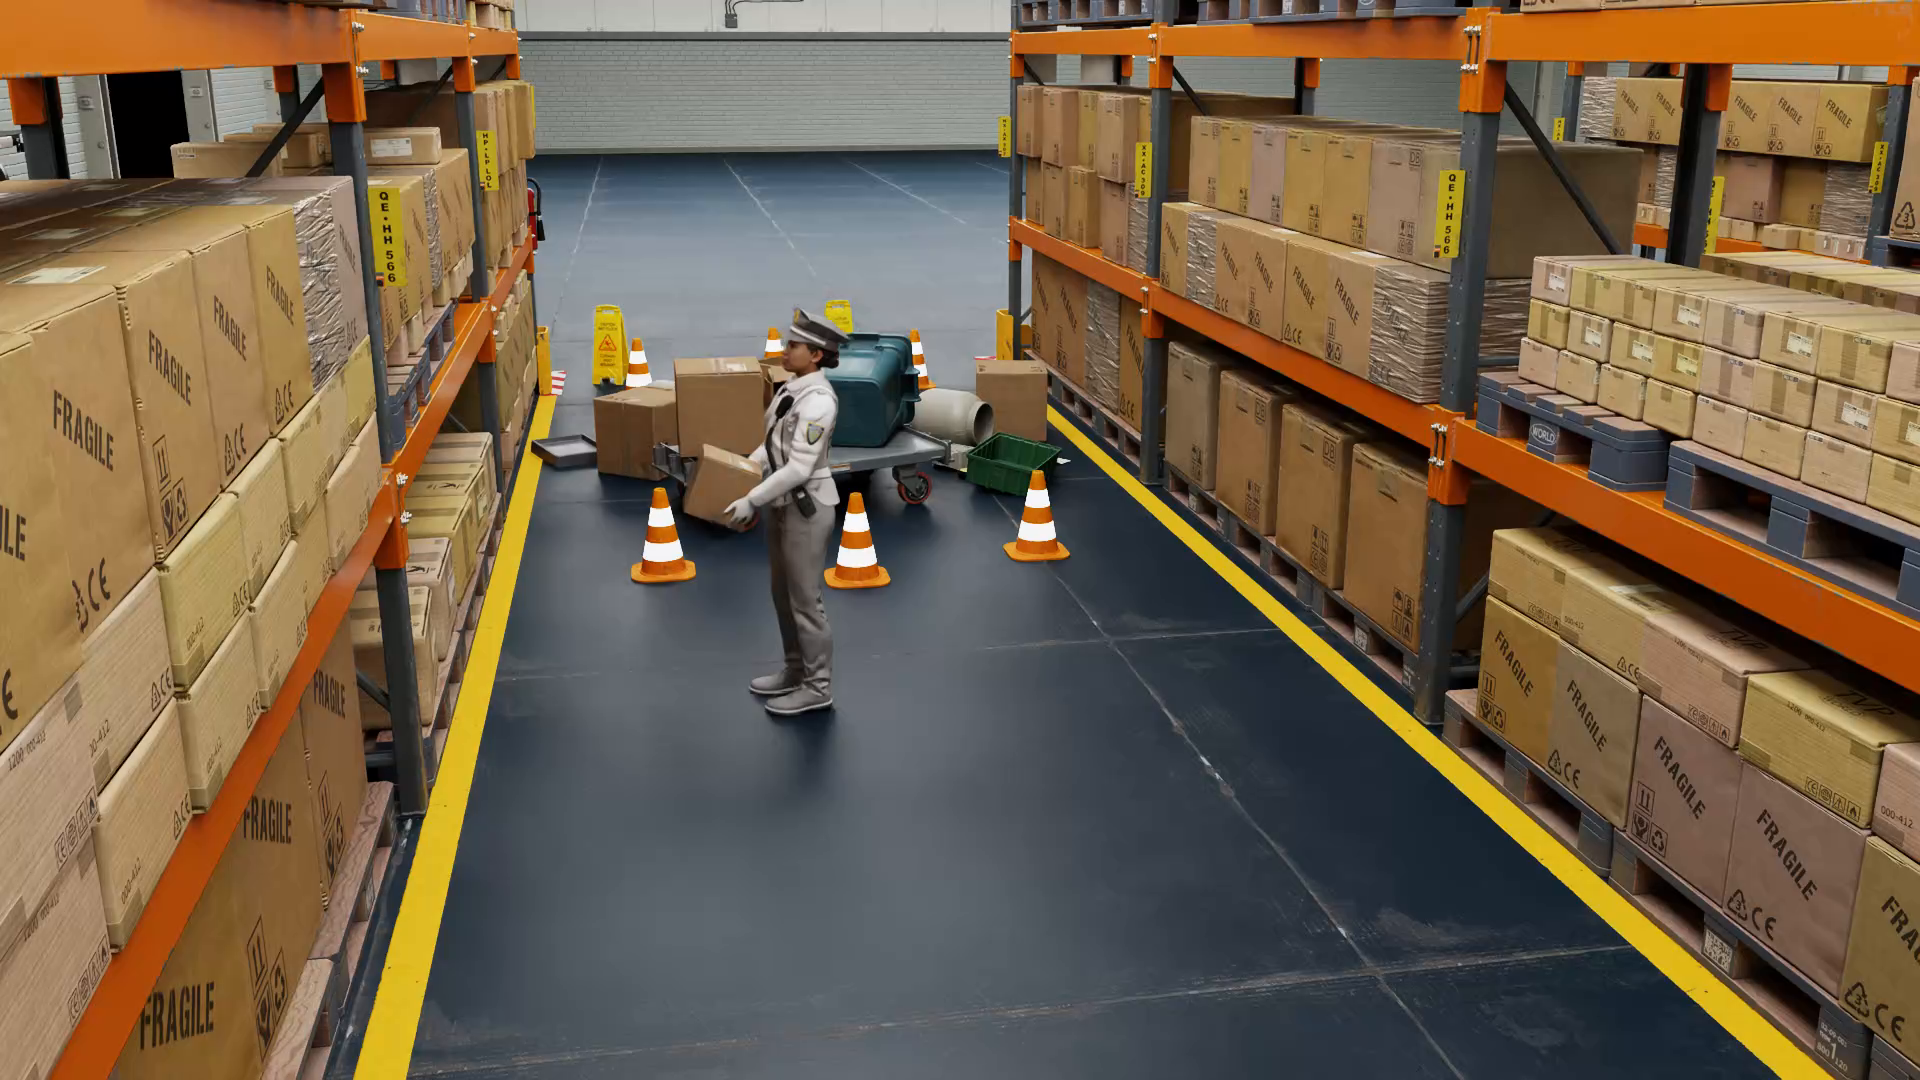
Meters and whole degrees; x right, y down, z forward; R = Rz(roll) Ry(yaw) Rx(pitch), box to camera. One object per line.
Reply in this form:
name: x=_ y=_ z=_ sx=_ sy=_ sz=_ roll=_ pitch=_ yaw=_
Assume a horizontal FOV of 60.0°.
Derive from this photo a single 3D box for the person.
person: x=-0.719 y=-0.113 z=6.852 sx=0.548 sy=1.698 sz=0.480 roll=-5 pitch=17 yaw=-17
